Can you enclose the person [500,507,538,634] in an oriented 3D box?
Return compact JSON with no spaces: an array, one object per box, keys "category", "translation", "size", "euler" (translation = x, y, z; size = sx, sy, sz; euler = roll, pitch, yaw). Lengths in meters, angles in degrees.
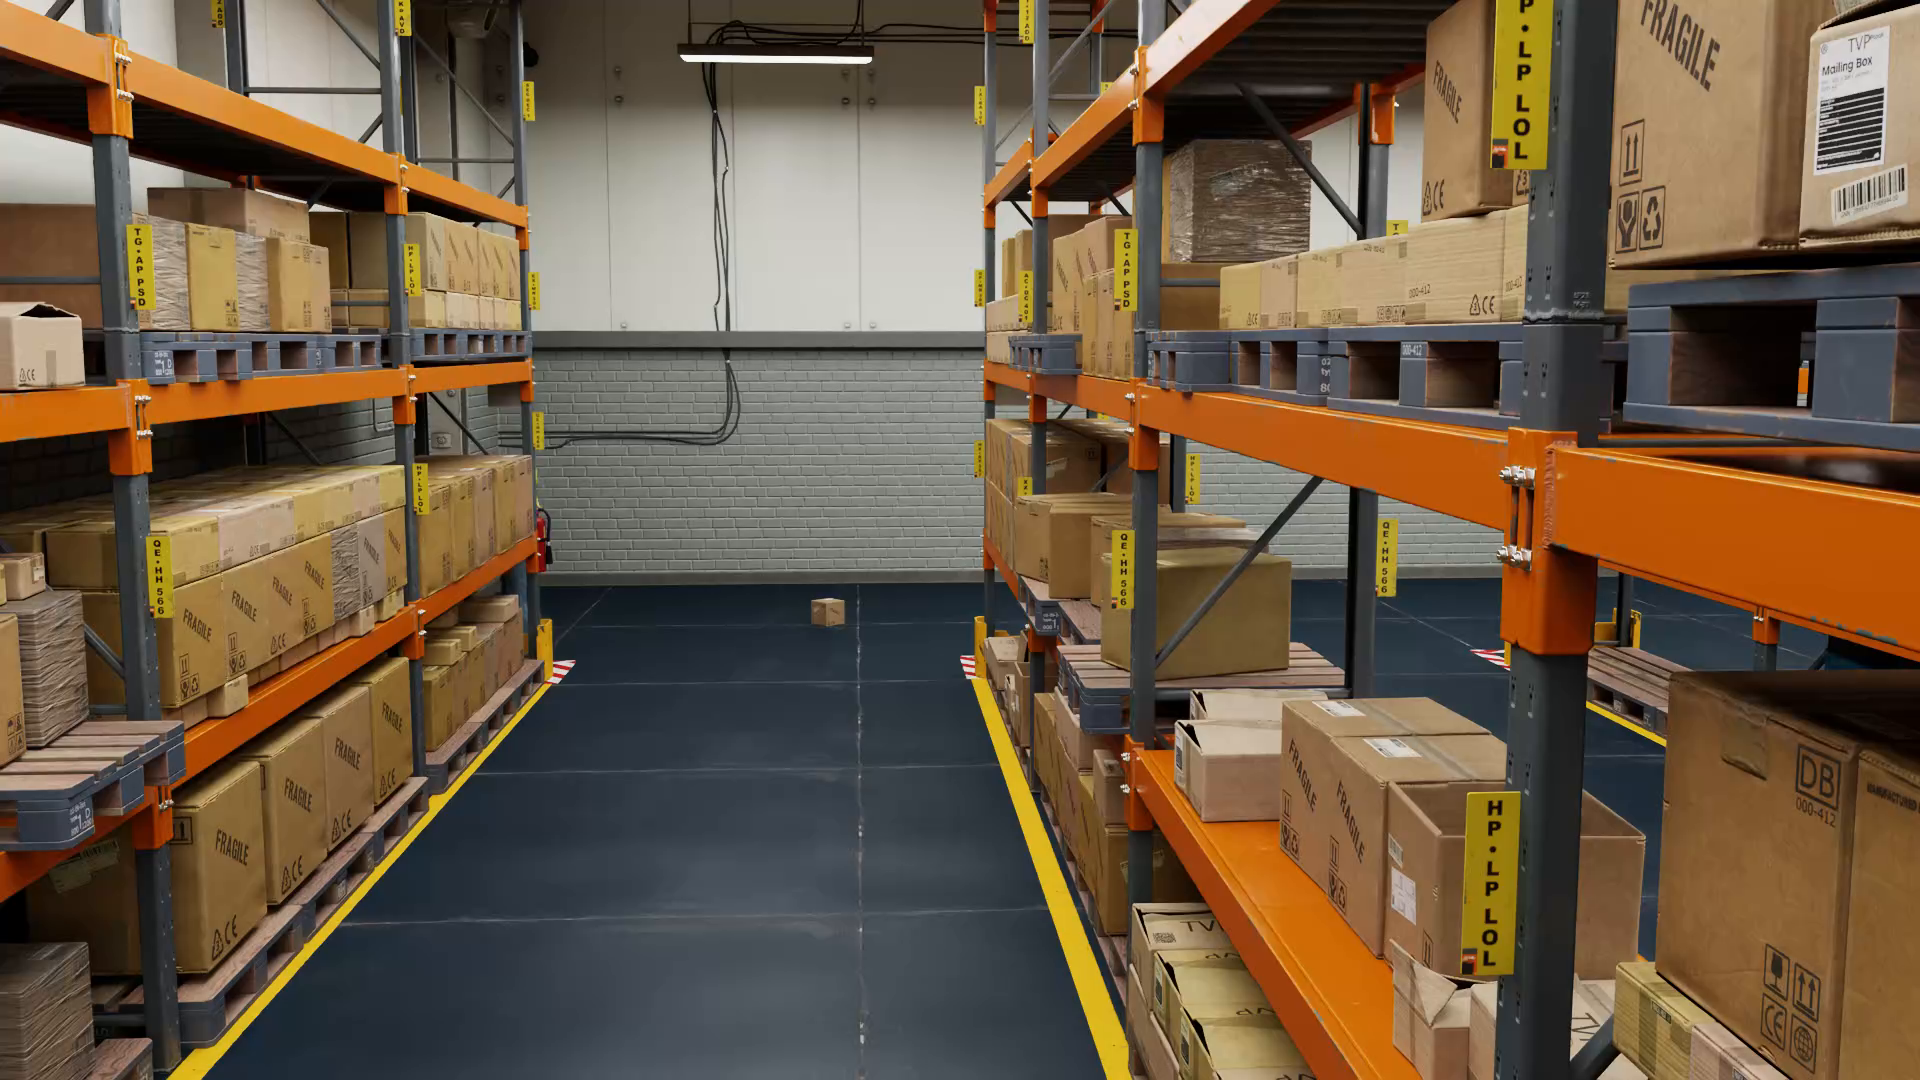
[{"category":"person","translation":[-4.246,0.223,15.769],"size":[0.460,1.829,0.617],"euler":[-3,8,-26]}]
